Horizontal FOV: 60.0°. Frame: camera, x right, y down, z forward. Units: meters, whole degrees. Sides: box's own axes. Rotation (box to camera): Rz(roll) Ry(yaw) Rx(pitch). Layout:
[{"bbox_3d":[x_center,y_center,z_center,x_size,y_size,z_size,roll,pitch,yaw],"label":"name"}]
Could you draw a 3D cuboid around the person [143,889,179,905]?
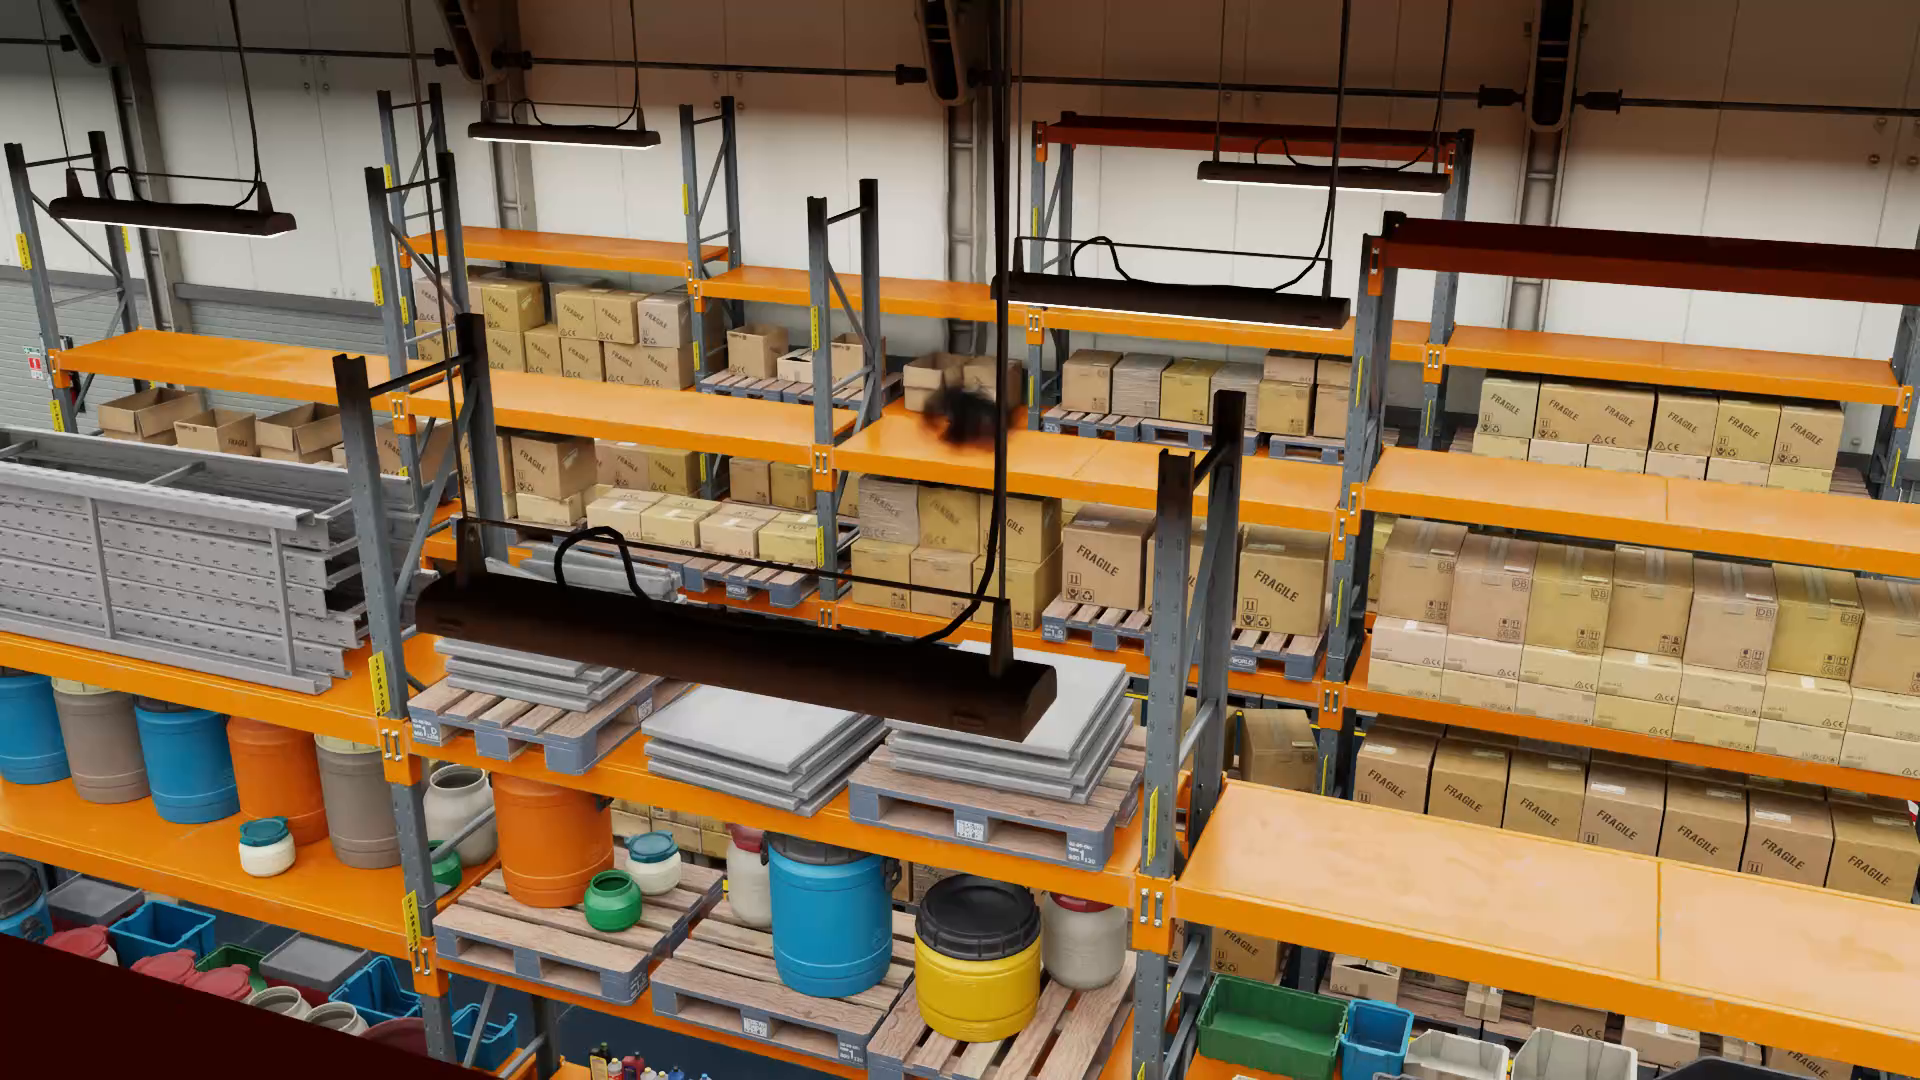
[{"bbox_3d":[-6.116,2.824,12.675,0.993,1.720,0.673,9,23,22],"label":"person"}]
